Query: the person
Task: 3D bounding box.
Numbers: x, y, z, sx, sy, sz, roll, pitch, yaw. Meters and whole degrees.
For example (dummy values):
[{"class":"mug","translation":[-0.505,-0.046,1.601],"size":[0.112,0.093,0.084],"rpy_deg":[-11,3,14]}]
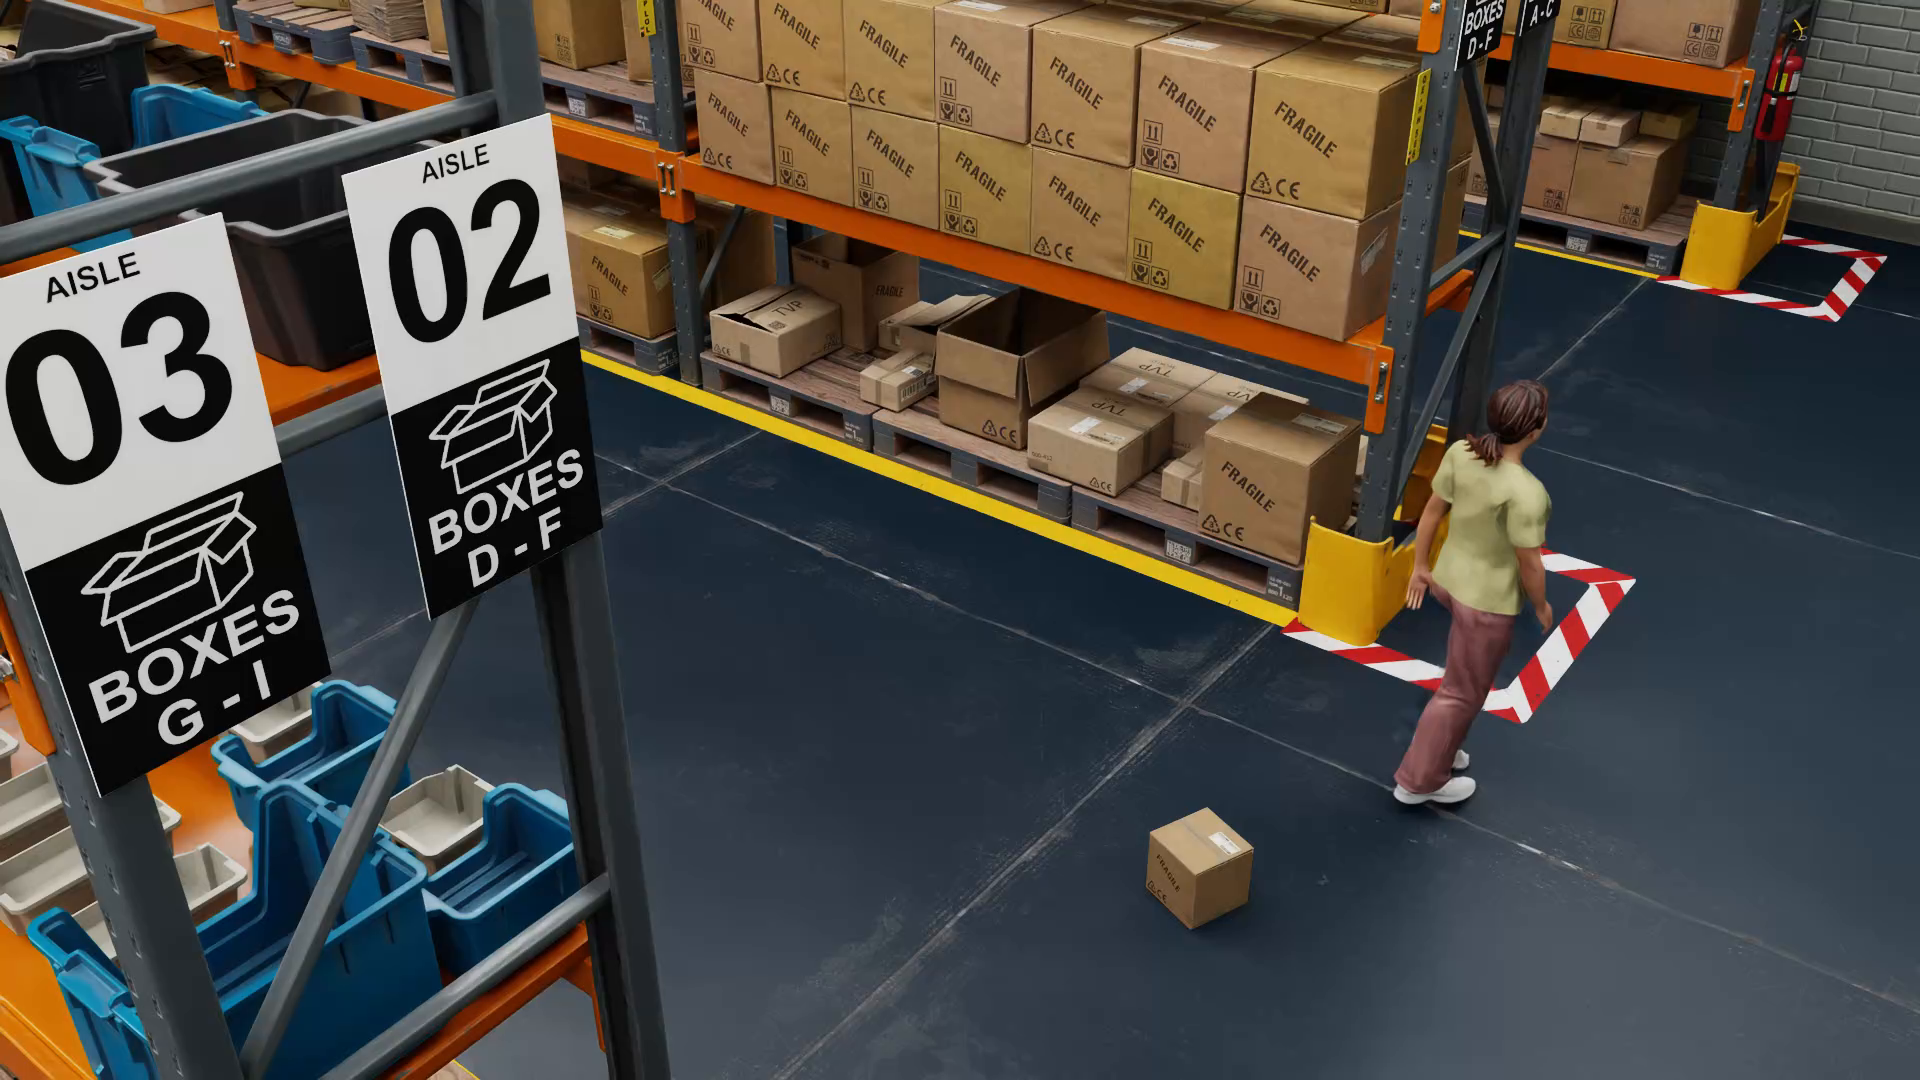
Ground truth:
[{"class":"person","translation":[1.819,0.207,5.776],"size":[0.502,1.689,0.454],"rpy_deg":[-10,32,-16]}]
